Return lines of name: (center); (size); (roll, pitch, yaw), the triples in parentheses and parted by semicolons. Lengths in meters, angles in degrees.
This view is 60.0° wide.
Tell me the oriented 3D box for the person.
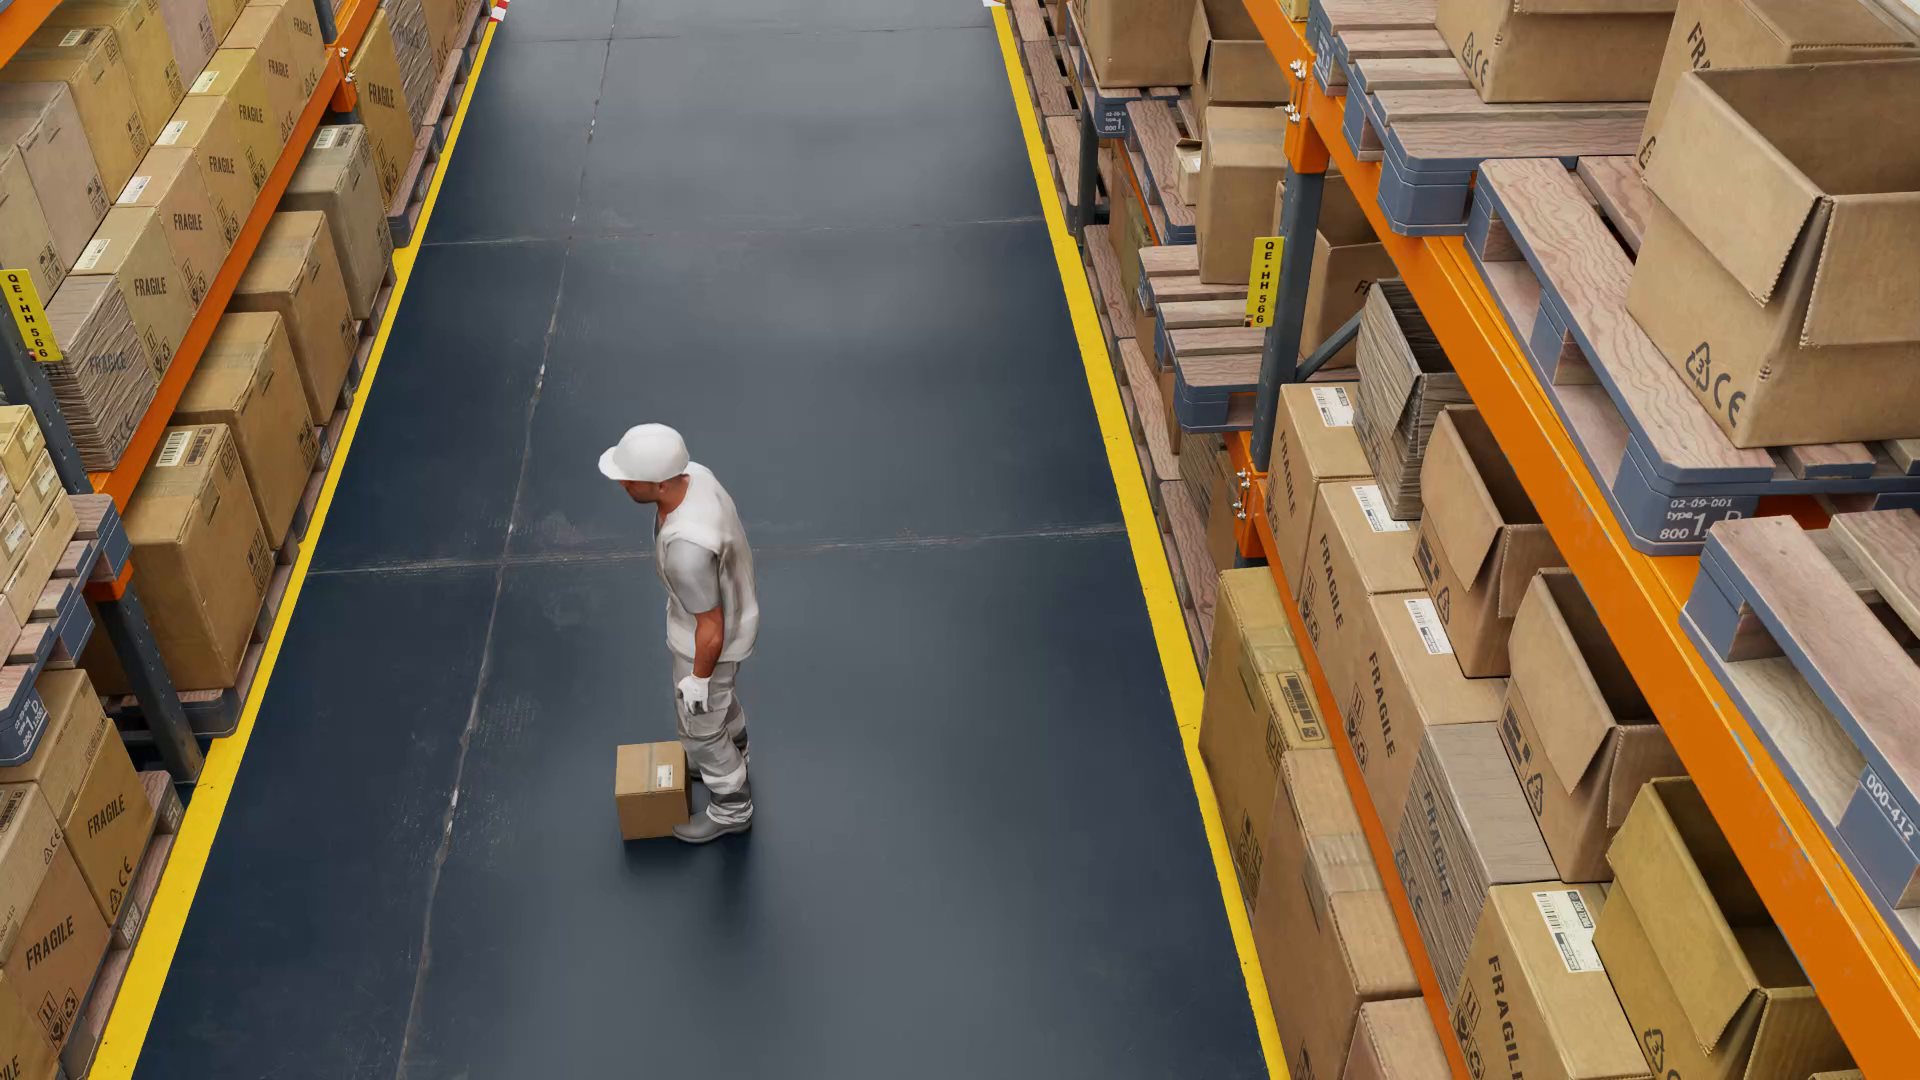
person: (-0.914, 0.321, 5.744); (0.453, 1.777, 0.608); (-5, 39, -6)
